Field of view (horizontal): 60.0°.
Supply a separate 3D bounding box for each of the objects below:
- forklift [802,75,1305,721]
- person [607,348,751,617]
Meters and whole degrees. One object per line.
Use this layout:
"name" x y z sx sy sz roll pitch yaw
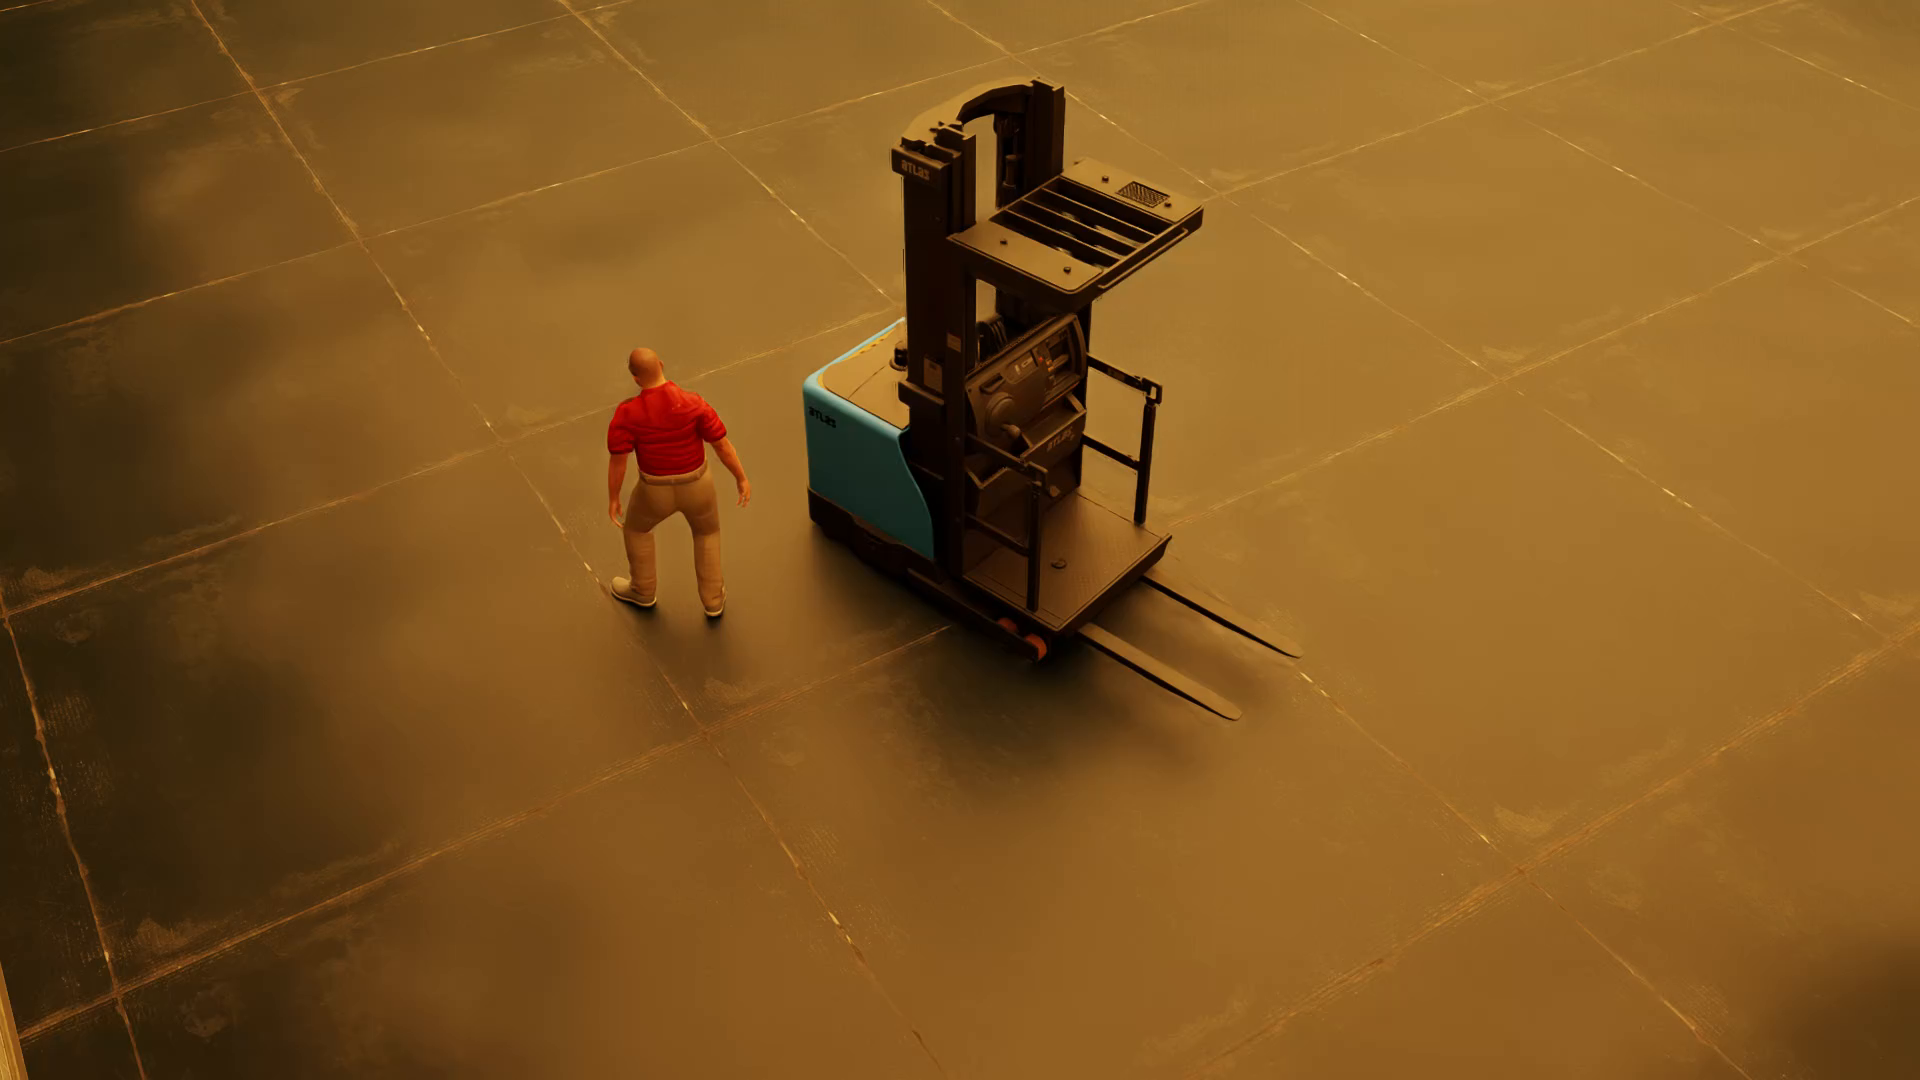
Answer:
"forklift" 0.519 -0.811 8.799 3.031 2.935 1.130 30 49 30
"person" -1.597 -0.293 9.165 0.876 1.702 0.416 -6 41 -6
